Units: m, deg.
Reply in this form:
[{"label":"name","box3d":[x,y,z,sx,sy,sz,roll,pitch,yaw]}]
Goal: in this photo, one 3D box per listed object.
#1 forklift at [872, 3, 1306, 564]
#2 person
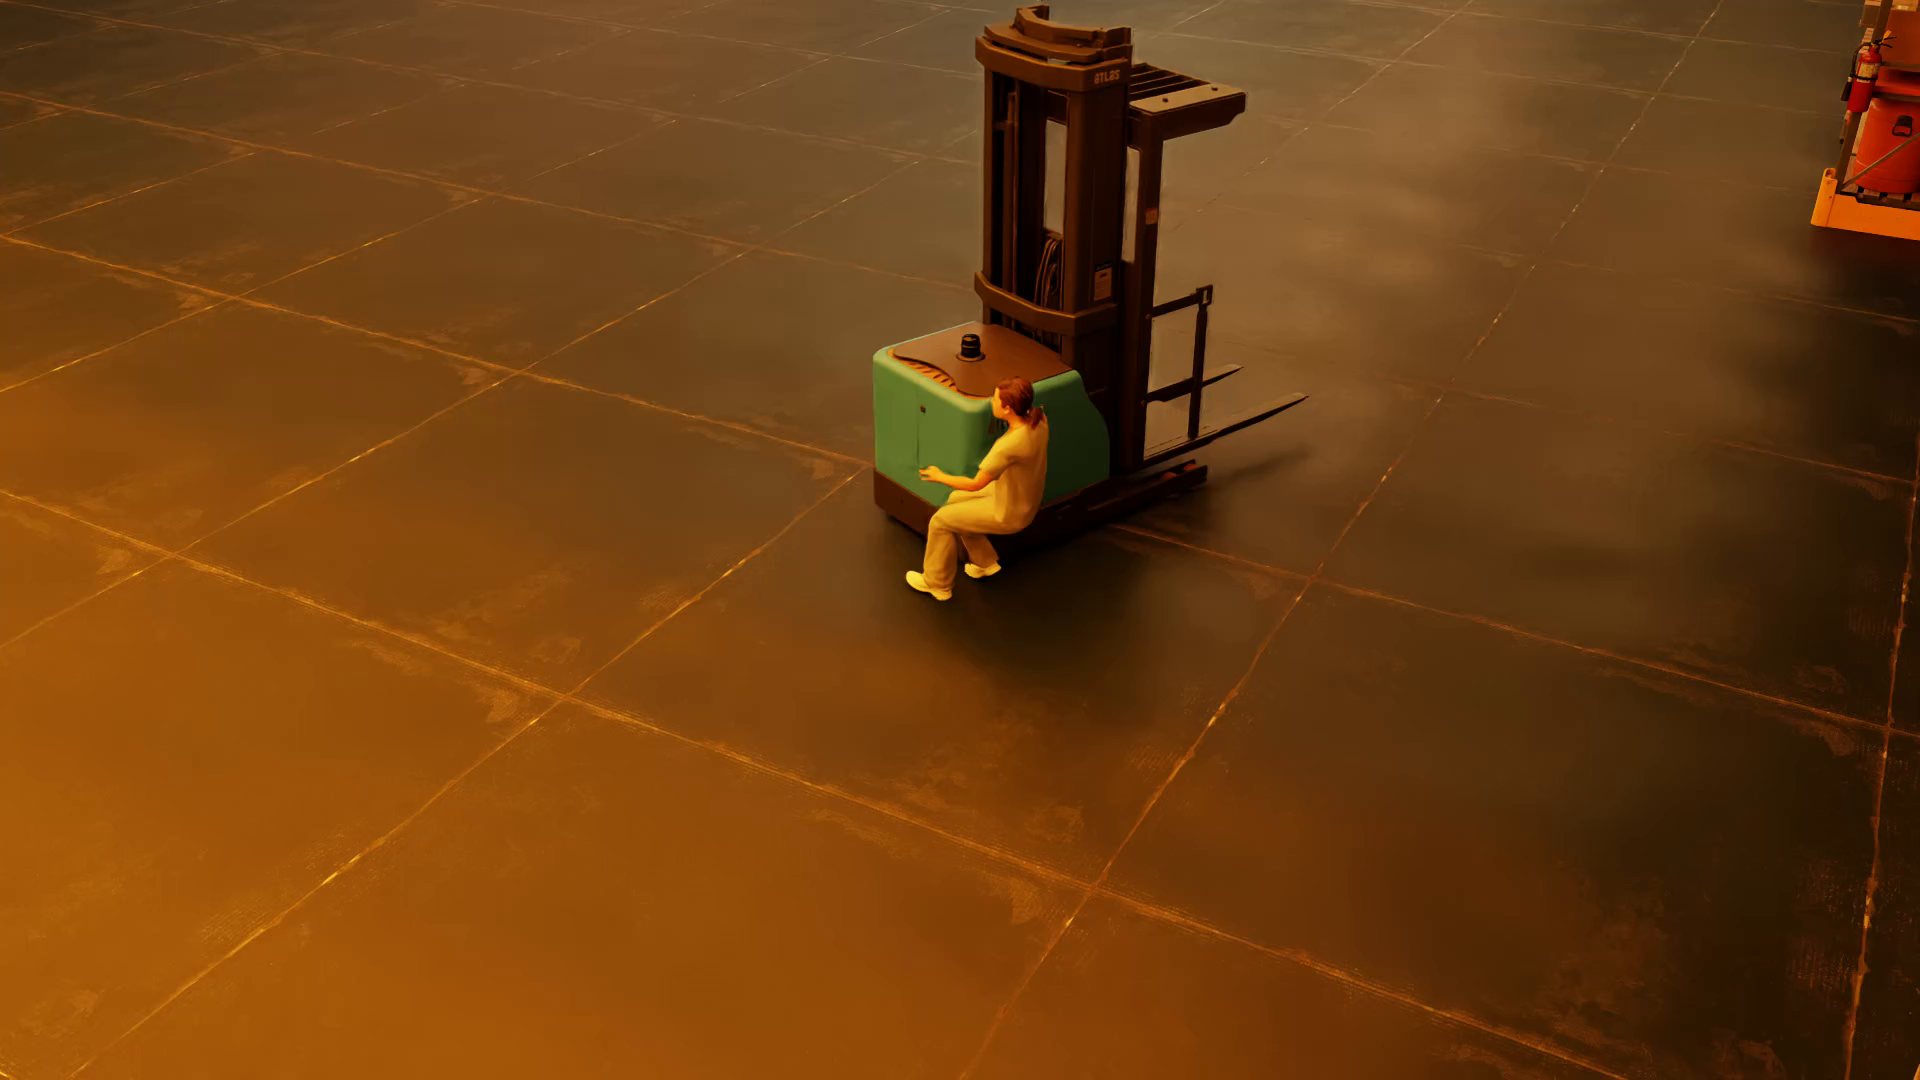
[{"label":"forklift","box3d":[0.944,-1.717,10.046,3.031,2.935,1.130,-21,36,-32]},{"label":"person","box3d":[0.076,-0.278,9.073,0.830,1.438,0.773,9,31,15]}]
